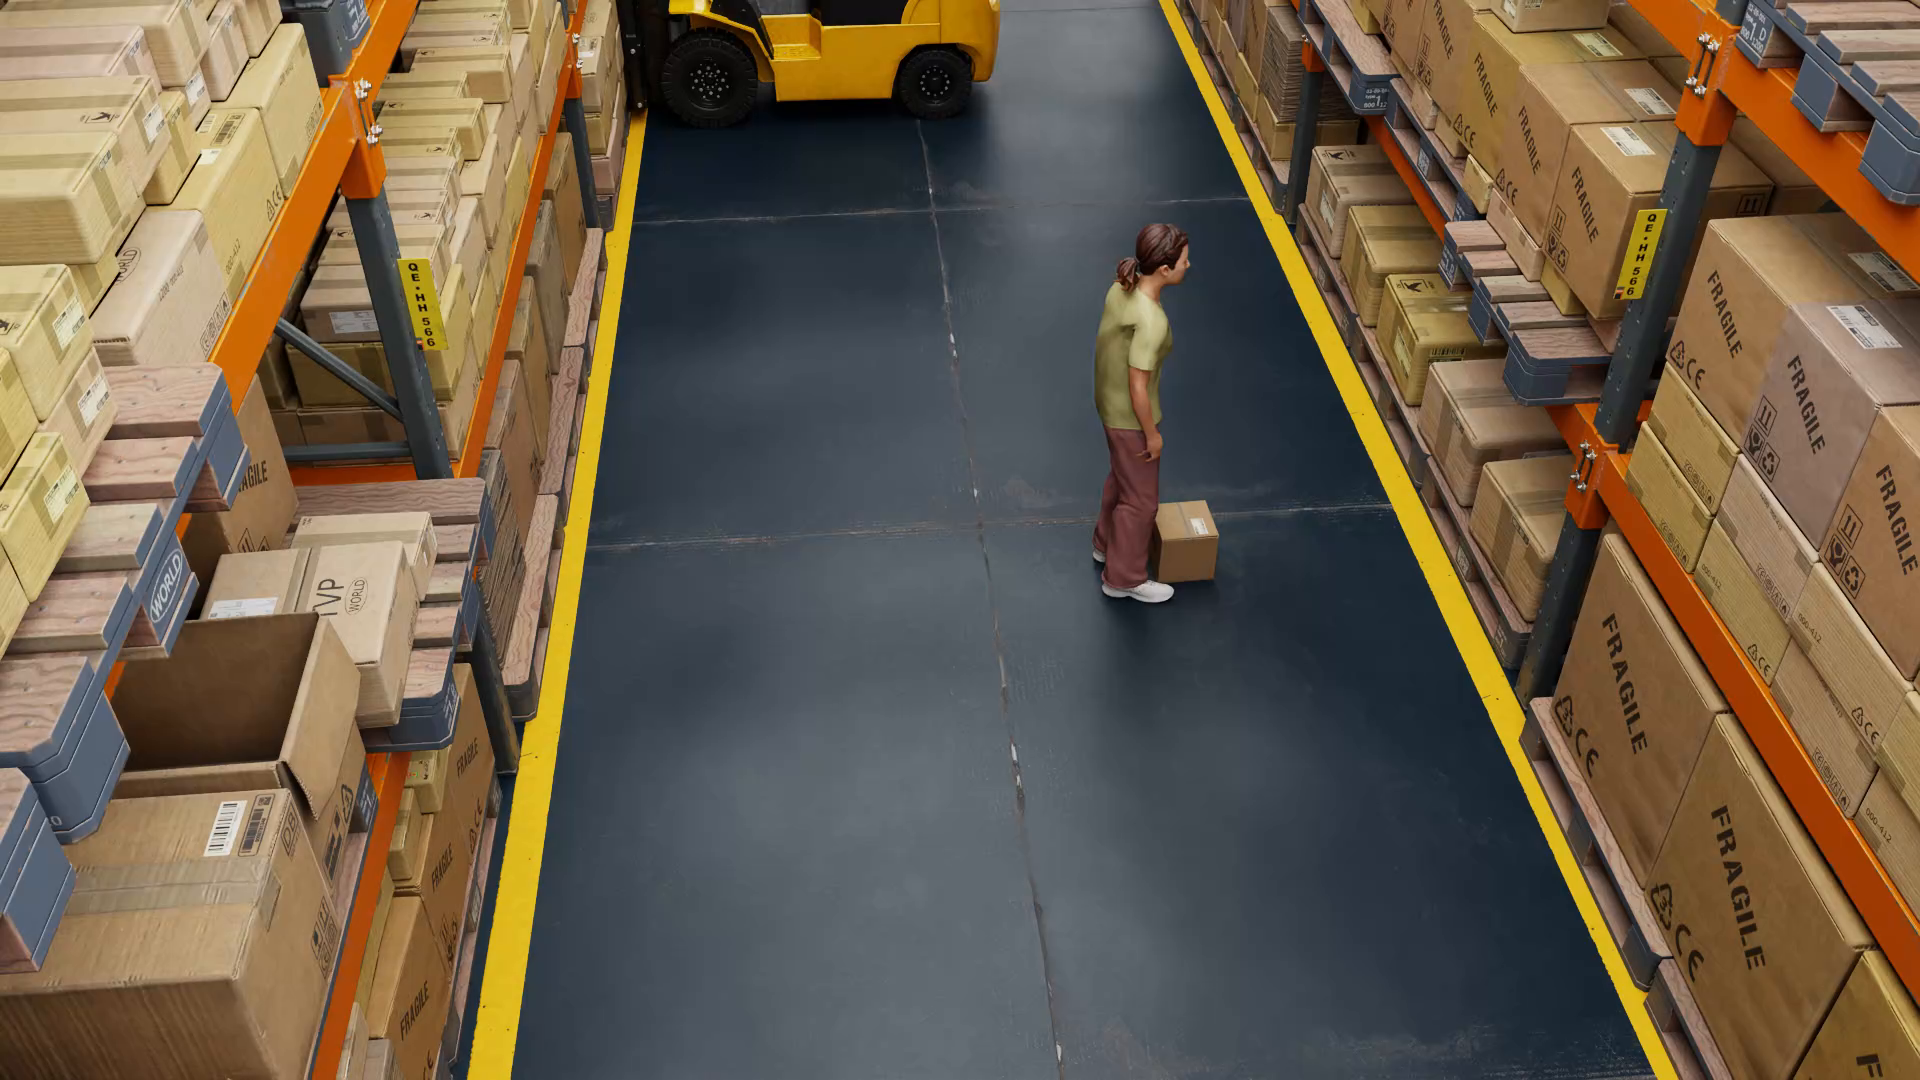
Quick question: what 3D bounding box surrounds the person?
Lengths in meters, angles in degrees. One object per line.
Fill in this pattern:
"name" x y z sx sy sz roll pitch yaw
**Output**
"person" 0.729 -0.526 6.799 0.352 1.673 0.516 -5 39 -6
